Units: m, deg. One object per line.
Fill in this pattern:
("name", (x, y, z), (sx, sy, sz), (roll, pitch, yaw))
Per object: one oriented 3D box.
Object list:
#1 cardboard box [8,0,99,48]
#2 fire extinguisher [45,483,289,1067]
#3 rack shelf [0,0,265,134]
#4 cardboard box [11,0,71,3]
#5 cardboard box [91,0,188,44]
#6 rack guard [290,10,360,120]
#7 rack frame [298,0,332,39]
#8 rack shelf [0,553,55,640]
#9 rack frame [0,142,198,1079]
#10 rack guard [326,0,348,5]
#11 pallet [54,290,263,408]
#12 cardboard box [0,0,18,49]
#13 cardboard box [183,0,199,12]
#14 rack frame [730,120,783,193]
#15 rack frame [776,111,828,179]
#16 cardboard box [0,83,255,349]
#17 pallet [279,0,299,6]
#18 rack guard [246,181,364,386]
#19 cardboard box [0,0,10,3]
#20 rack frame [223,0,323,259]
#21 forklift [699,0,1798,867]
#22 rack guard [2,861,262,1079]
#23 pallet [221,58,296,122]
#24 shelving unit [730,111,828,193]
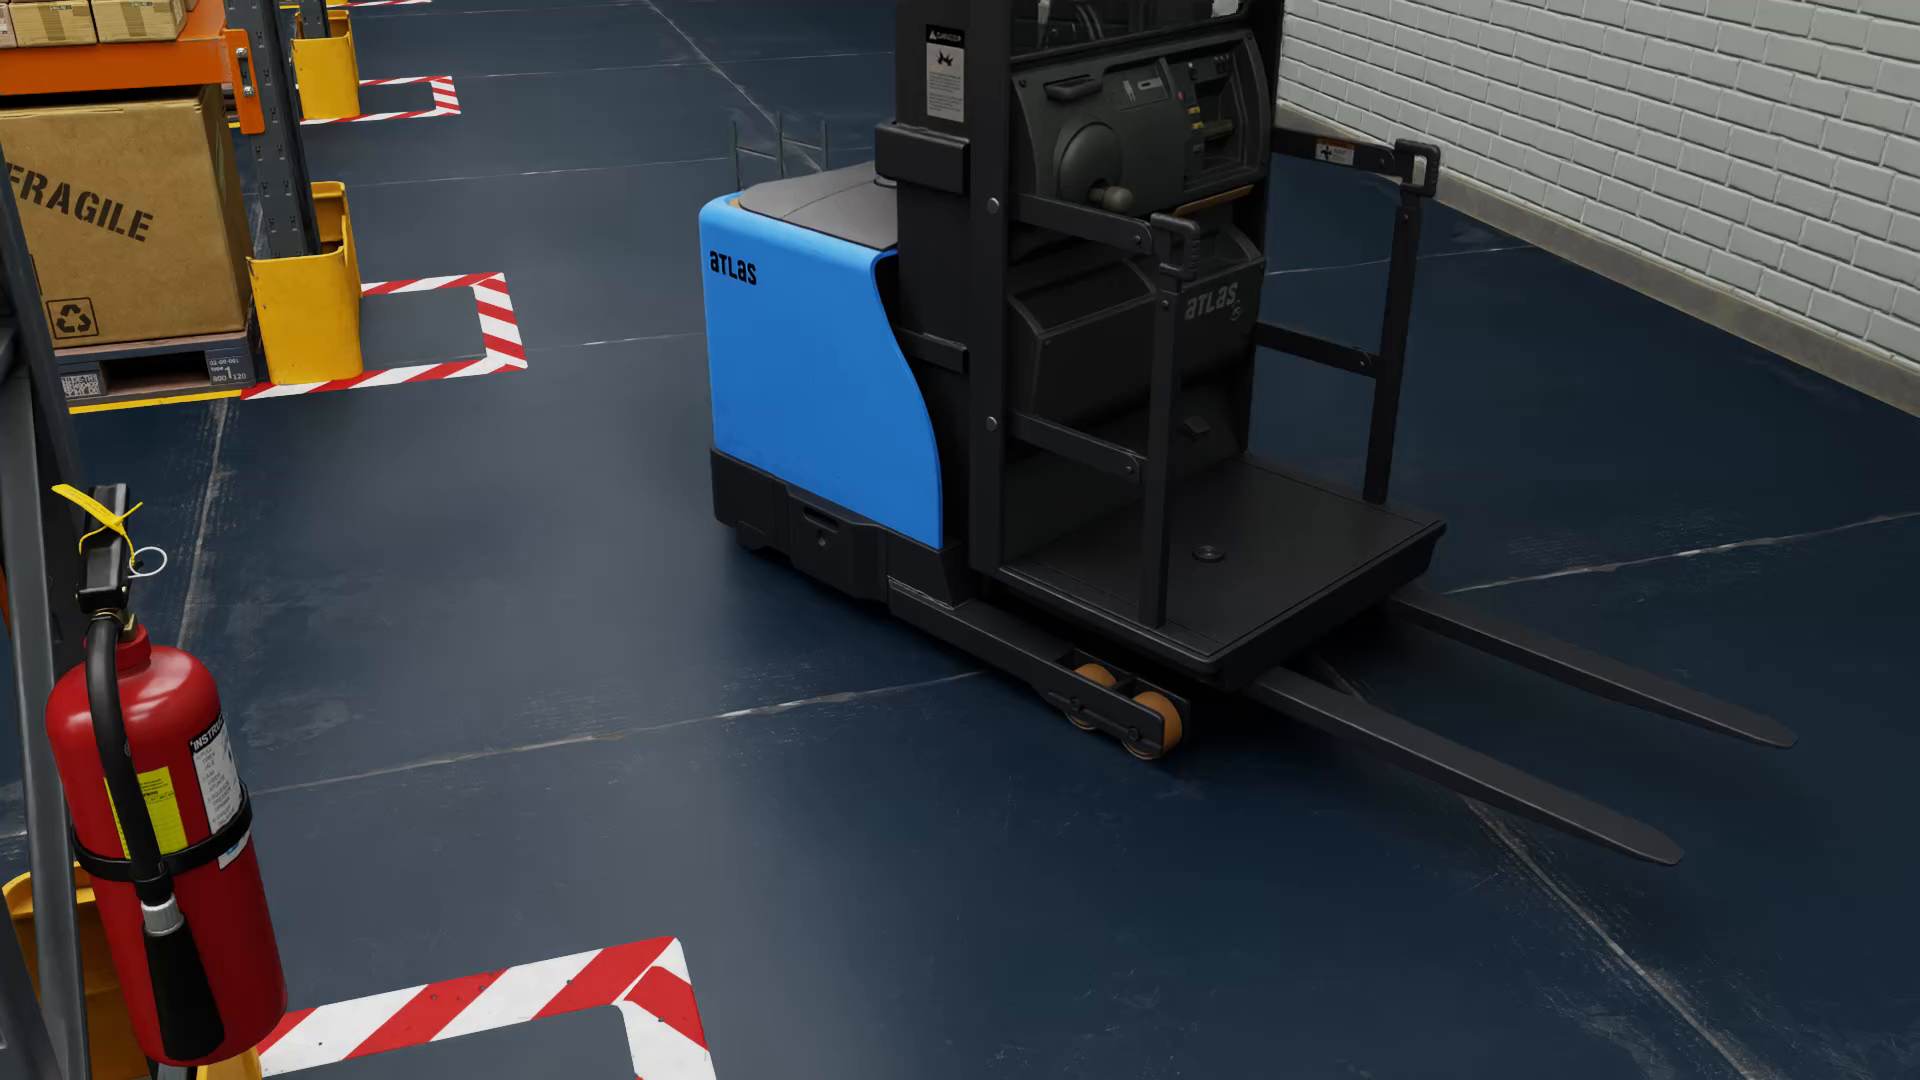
("cardboard box", (-3.196, -1.865, 5.915), (0.250, 0.149, 0.380), (-8, 27, -16))
("fire extinguisher", (-0.891, 0.271, 1.837), (0.183, 0.674, 0.296), (-8, 28, -16))
("rack shelf", (-4.615, -1.604, 5.917), (4.000, 0.370, 1.077), (-8, 28, -16))
("cardboard box", (-3.092, -2.089, 5.919), (0.500, 0.250, 0.500), (-9, 28, -17))
("cardboard box", (-2.950, -1.901, 5.989), (0.250, 0.149, 0.380), (-8, 27, -15))
("rack guard", (-4.228, -3.185, 11.104), (0.348, 0.500, 1.175), (-8, 28, -16))
("rack frame", (-4.247, -4.296, 10.530), (0.127, 3.000, 1.000), (-8, 28, -16))
("rack shelf", (-3.175, 0.507, 1.665), (4.000, 0.370, 1.077), (-8, 28, -16))
("rack frame", (-1.274, -0.092, 2.063), (0.053, 2.616, 0.949), (-8, 28, -16))
("rack guard", (-5.849, -5.261, 15.285), (0.348, 0.500, 1.175), (-8, 28, -16))
("pallet", (-3.449, -0.810, 6.644), (1.213, 0.211, 1.003), (-8, 28, -16))
("cardboard box", (-3.437, -1.830, 5.846), (0.250, 0.149, 0.380), (-8, 28, -16))
("cardboard box", (-3.153, -2.180, 6.551), (0.250, 0.149, 0.380), (-8, 27, -16))
("rack frame", (-0.630, -0.739, 5.388), (0.240, 1.200, 0.006), (24, 35, 39))
("rack frame", (-0.501, -0.796, 5.505), (0.240, 1.200, 0.006), (24, 35, 39))
("cardboard box", (-3.297, -1.316, 6.446), (0.875, 0.875, 0.875), (-8, 28, -16))
("pallet", (-6.607, -5.021, 15.127), (1.213, 0.211, 1.003), (-8, 28, -16))
("rack guard", (-2.690, -1.086, 6.875), (0.348, 0.500, 1.175), (-8, 28, -16))
("cardboard box", (-3.574, -2.020, 5.779), (0.500, 0.250, 0.500), (-9, 28, -17))
("rack frame", (-2.713, -2.202, 6.312), (0.127, 3.000, 1.000), (-8, 28, -16))
("forklift", (0.624, -1.026, 4.020), (3.031, 2.935, 1.130), (24, 35, 39))
("rack guard", (-1.345, 1.039, 2.595), (0.348, 0.500, 1.175), (-8, 28, -16))
("pallet", (-5.043, -2.950, 10.955), (1.213, 0.211, 1.003), (-8, 28, -16))
("shelving unit", (-0.566, -0.768, 5.446), (0.258, 1.200, 0.189), (24, 35, 39))
